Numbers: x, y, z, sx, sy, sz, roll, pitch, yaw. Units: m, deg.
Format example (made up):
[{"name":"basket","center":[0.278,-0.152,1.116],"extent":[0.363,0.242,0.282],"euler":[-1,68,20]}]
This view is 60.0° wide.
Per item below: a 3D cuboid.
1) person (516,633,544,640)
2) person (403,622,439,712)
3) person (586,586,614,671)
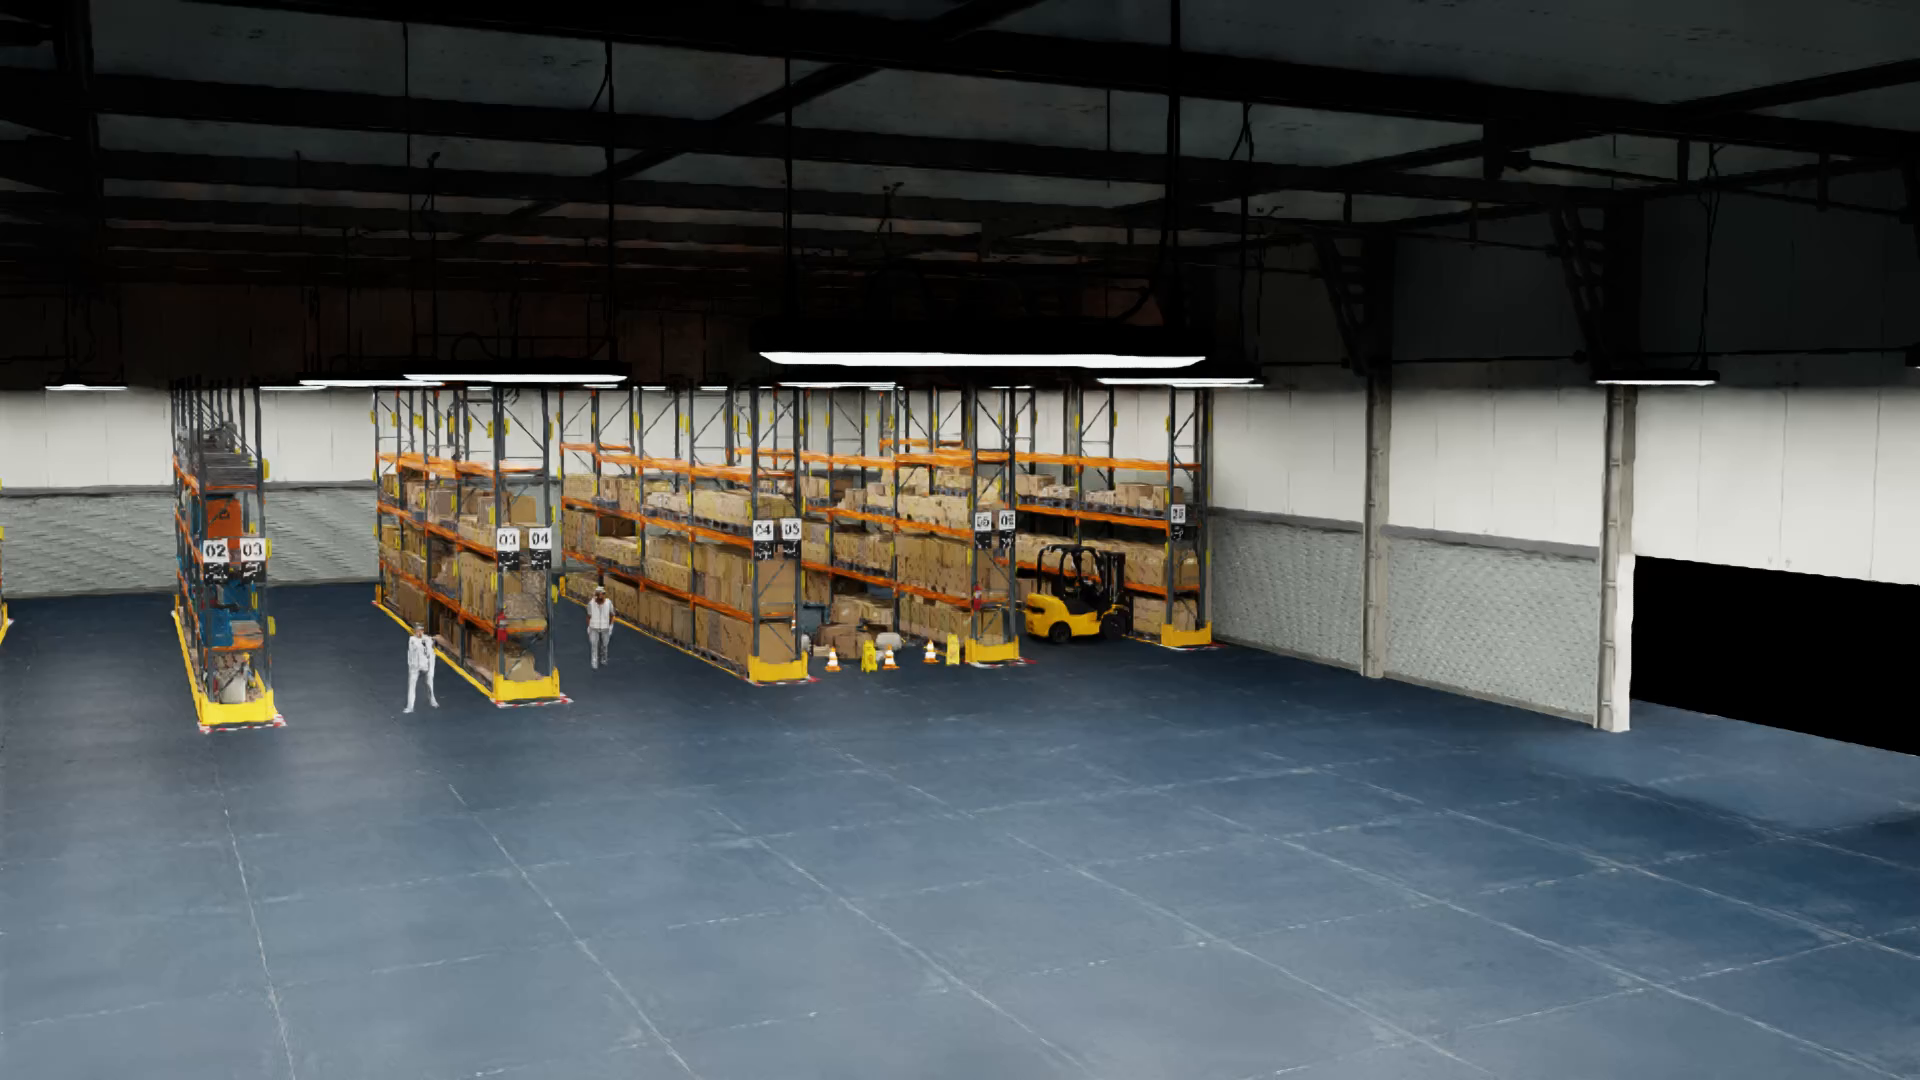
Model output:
[{"name":"person","center":[-9.980,1.440,38.351],"extent":[0.528,1.727,1.030],"euler":[-4,6,-35]},{"name":"person","center":[-9.690,2.253,29.891],"extent":[0.521,1.624,0.929],"euler":[0,5,-3]},{"name":"person","center":[-7.417,1.800,34.334],"extent":[0.553,1.723,1.036],"euler":[-2,5,-18]}]
